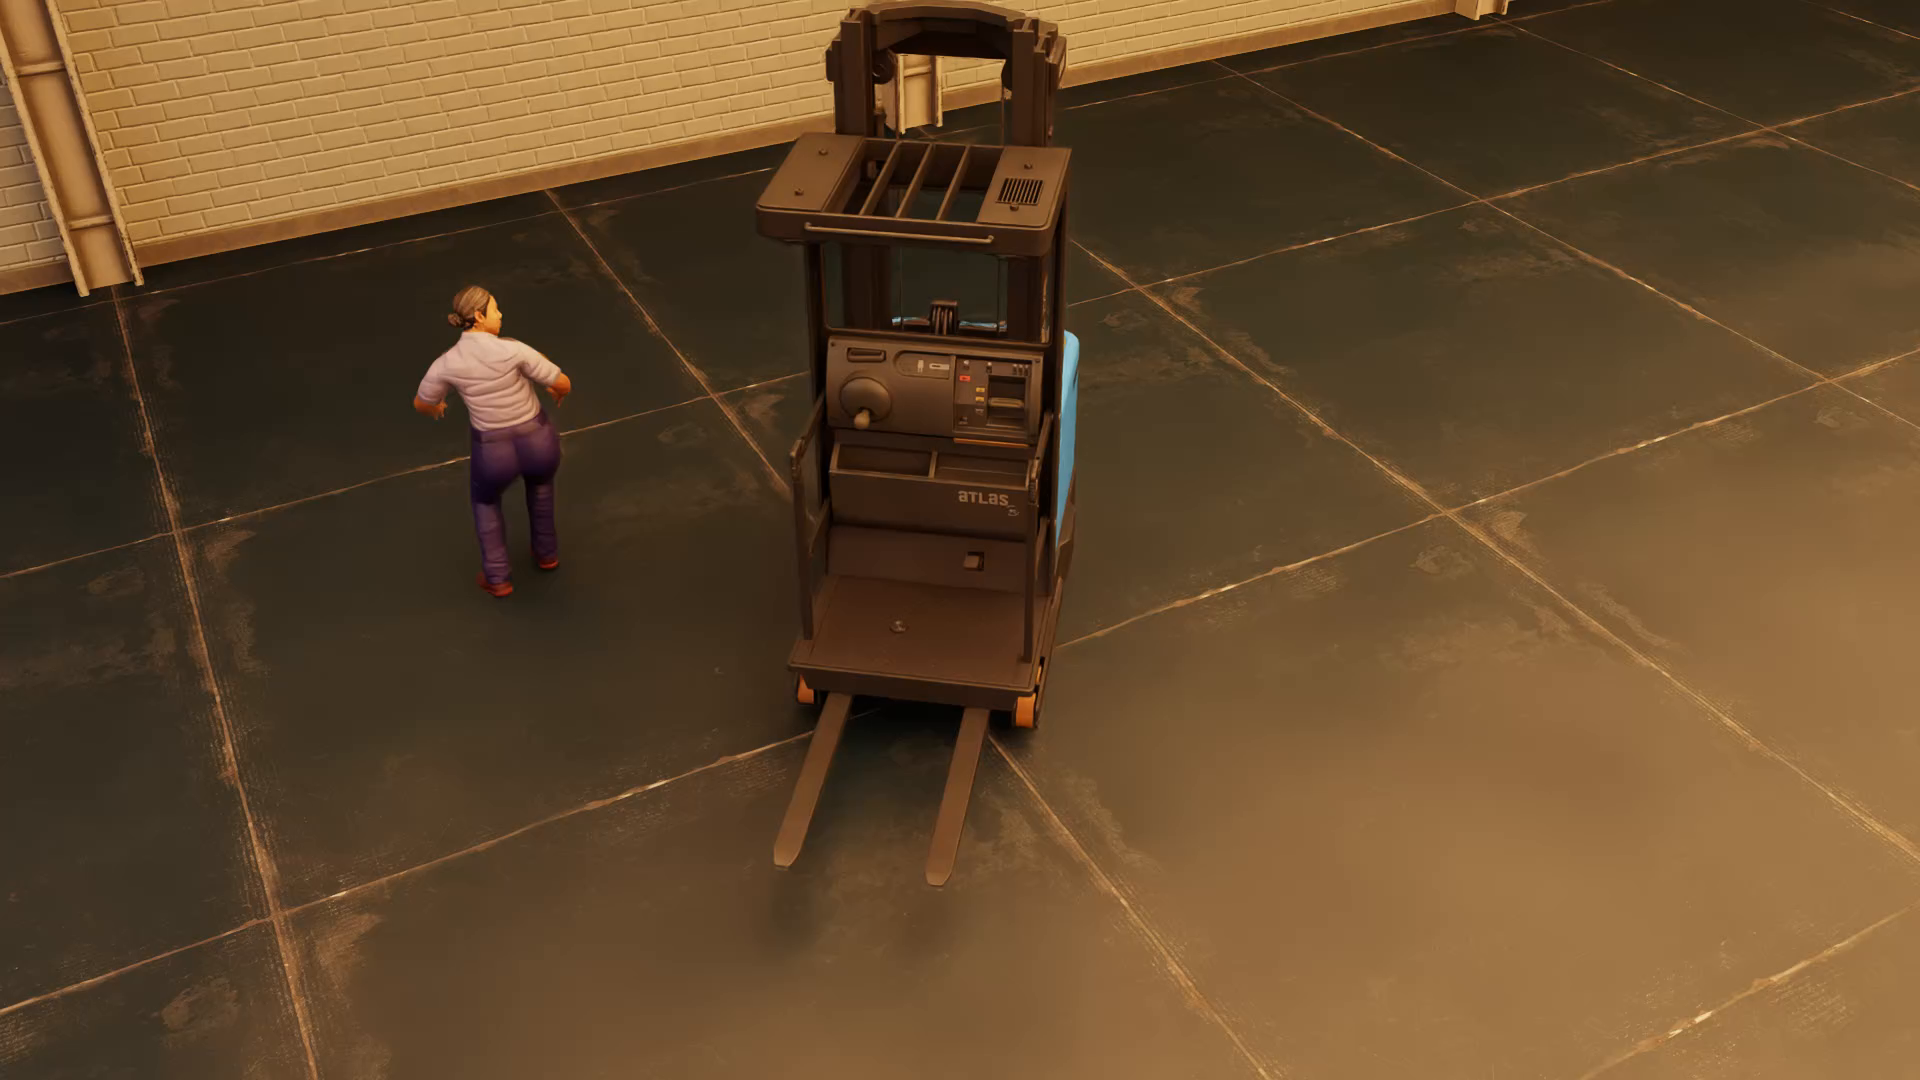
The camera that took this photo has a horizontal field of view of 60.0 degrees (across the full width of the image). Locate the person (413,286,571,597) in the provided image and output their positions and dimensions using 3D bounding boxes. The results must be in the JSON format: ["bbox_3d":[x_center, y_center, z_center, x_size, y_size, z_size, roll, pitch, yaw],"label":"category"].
[{"bbox_3d":[-2.216,-0.488,8.019,0.719,1.609,0.603,-11,37,-15],"label":"person"}]

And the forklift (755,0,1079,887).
[{"bbox_3d":[-0.146,-0.577,6.940,1.130,2.935,3.031,6,36,8],"label":"forklift"}]
